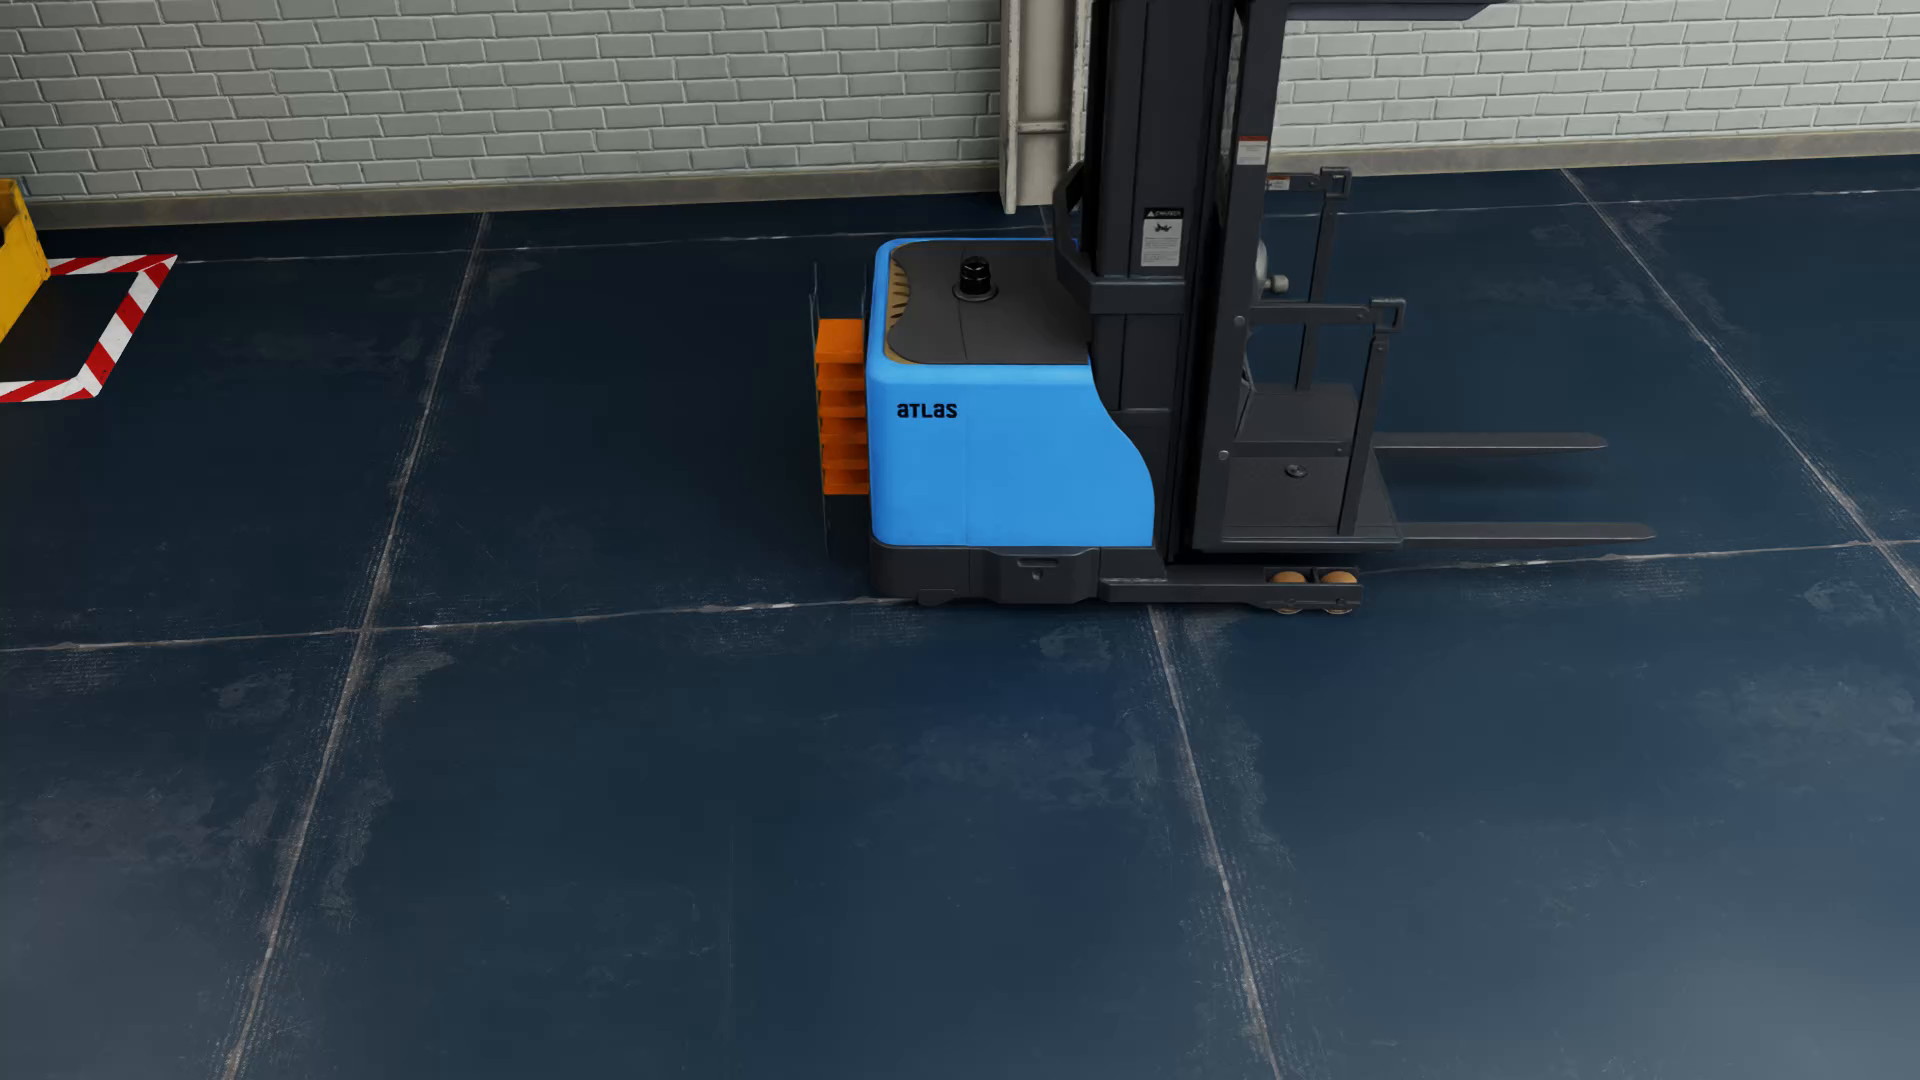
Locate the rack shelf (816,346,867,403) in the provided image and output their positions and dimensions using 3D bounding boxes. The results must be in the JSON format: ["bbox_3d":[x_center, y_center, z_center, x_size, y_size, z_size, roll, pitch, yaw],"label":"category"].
[{"bbox_3d":[-0.441,-0.628,6.262,0.180,0.103,0.258,0,38,0],"label":"rack shelf"}]

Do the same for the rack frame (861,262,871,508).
[{"bbox_3d":[-0.350,-0.474,6.383,0.006,1.200,0.240,0,38,0],"label":"rack frame"}]

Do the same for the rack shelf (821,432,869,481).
[{"bbox_3d":[-0.441,-0.345,6.485,0.180,0.103,0.258,0,38,0],"label":"rack shelf"}]

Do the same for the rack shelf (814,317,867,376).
[{"bbox_3d":[-0.441,-0.722,6.187,0.180,0.103,0.258,0,38,0],"label":"rack shelf"}]

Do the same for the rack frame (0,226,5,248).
[{"bbox_3d":[-4.777,-2.197,7.113,0.127,3.000,1.000,-3,38,-4],"label":"rack frame"}]

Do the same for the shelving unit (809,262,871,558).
[{"bbox_3d":[-0.441,-0.475,6.383,0.189,1.200,0.258,0,38,0],"label":"shelving unit"}]

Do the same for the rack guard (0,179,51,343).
[{"bbox_3d":[-4.753,-1.217,7.889,0.348,0.500,1.175,-3,38,-4],"label":"rack guard"}]

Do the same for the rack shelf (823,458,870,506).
[{"bbox_3d":[-0.441,-0.251,6.559,0.180,0.103,0.258,0,38,0],"label":"rack shelf"}]

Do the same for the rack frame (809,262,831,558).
[{"bbox_3d":[-0.533,-0.475,6.383,0.006,1.200,0.240,0,38,0],"label":"rack frame"}]

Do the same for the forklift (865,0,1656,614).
[{"bbox_3d":[1.171,-1.198,5.902,3.031,2.935,1.130,0,38,0],"label":"forklift"}]

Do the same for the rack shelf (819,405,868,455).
[{"bbox_3d":[-0.441,-0.440,6.410,0.180,0.103,0.258,0,38,0],"label":"rack shelf"}]

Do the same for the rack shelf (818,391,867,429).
[{"bbox_3d":[-0.441,-0.534,6.336,0.180,0.103,0.258,0,38,0],"label":"rack shelf"}]

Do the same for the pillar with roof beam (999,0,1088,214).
[{"bbox_3d":[0.808,-2.743,2.962,0.400,9.000,9.100,-3,38,-4],"label":"pillar with roof beam"}]
